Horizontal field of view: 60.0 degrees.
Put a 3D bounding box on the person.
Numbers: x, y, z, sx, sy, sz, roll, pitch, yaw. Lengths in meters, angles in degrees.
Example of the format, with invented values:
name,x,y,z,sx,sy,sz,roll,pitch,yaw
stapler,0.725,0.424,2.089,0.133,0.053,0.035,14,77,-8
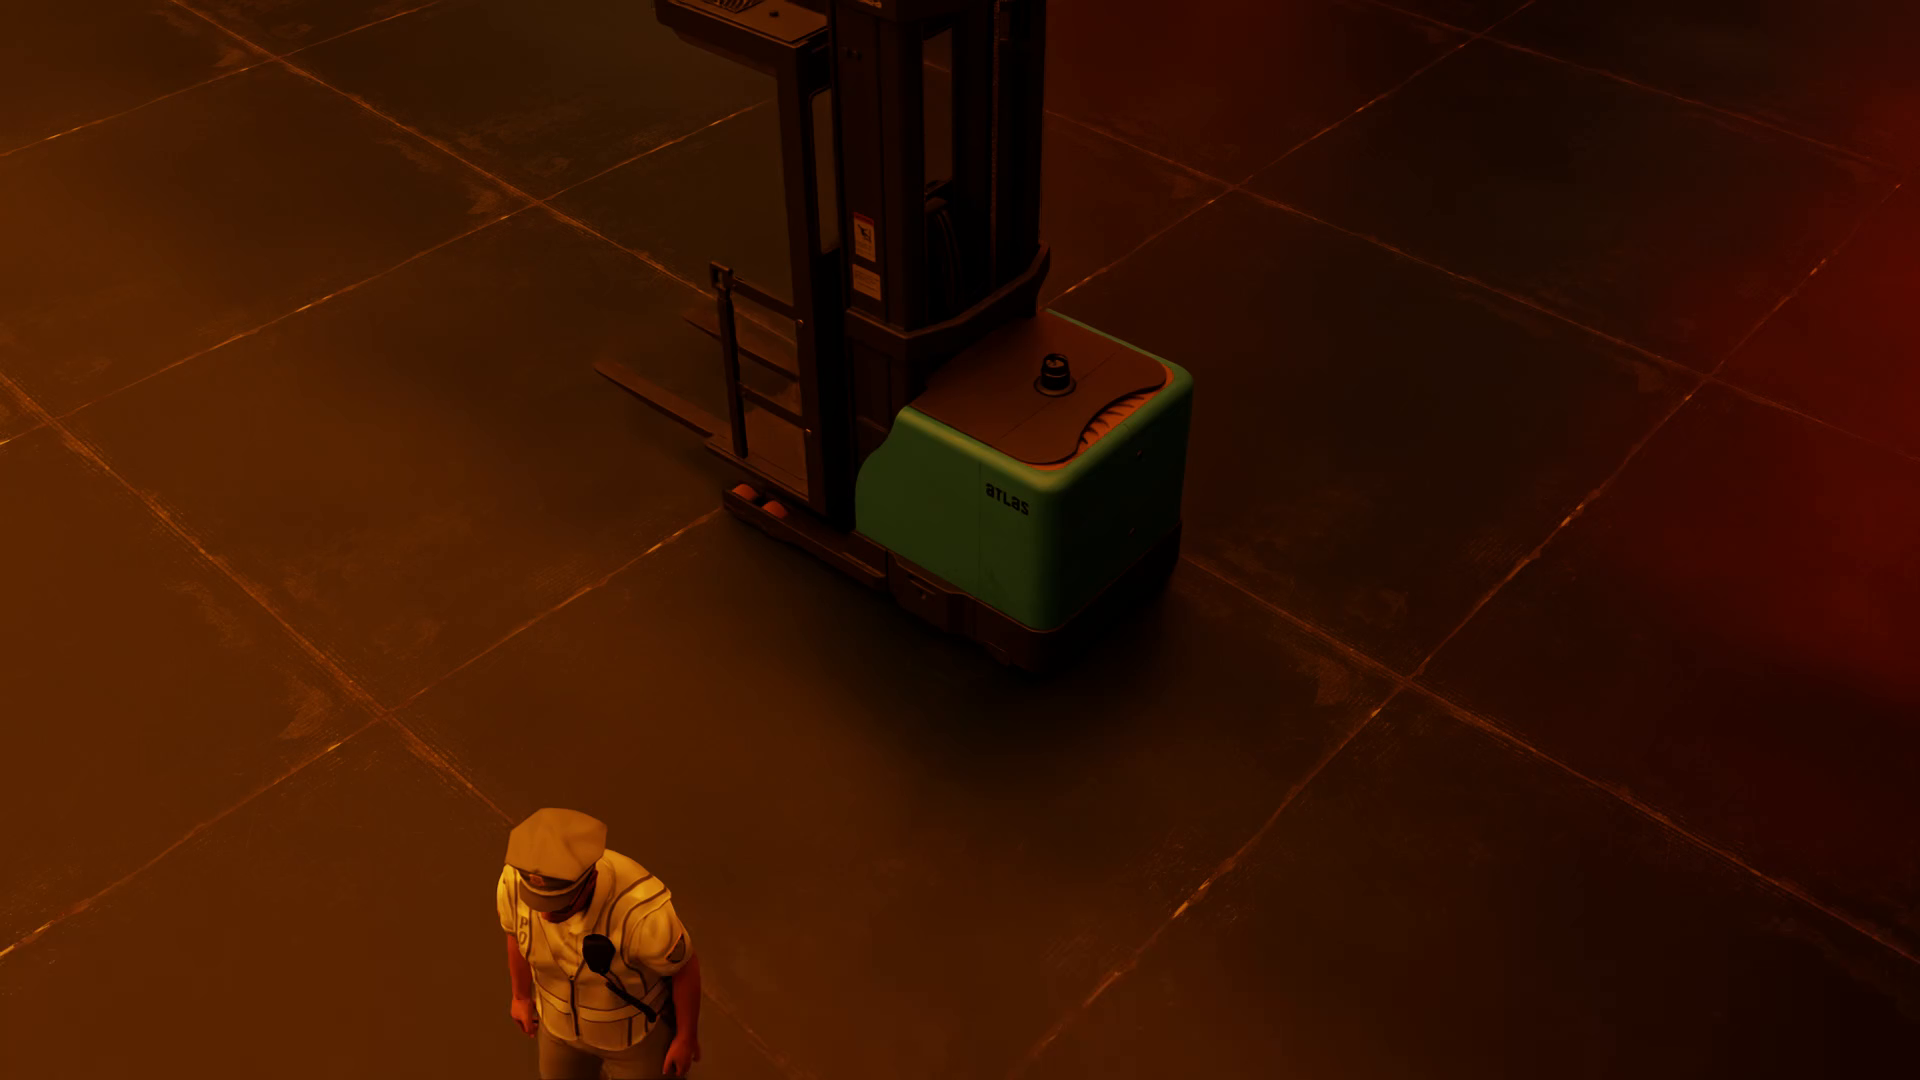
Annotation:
name,x,y,z,sx,sy,sz,roll,pitch,yaw
person,-1.009,1.345,4.770,0.585,1.747,0.439,12,42,13

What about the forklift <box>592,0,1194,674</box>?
name,x,y,z,sx,sy,sz,roll,pitch,yaw
forklift,-0.476,-1.363,7.017,3.031,2.935,1.130,28,48,29
